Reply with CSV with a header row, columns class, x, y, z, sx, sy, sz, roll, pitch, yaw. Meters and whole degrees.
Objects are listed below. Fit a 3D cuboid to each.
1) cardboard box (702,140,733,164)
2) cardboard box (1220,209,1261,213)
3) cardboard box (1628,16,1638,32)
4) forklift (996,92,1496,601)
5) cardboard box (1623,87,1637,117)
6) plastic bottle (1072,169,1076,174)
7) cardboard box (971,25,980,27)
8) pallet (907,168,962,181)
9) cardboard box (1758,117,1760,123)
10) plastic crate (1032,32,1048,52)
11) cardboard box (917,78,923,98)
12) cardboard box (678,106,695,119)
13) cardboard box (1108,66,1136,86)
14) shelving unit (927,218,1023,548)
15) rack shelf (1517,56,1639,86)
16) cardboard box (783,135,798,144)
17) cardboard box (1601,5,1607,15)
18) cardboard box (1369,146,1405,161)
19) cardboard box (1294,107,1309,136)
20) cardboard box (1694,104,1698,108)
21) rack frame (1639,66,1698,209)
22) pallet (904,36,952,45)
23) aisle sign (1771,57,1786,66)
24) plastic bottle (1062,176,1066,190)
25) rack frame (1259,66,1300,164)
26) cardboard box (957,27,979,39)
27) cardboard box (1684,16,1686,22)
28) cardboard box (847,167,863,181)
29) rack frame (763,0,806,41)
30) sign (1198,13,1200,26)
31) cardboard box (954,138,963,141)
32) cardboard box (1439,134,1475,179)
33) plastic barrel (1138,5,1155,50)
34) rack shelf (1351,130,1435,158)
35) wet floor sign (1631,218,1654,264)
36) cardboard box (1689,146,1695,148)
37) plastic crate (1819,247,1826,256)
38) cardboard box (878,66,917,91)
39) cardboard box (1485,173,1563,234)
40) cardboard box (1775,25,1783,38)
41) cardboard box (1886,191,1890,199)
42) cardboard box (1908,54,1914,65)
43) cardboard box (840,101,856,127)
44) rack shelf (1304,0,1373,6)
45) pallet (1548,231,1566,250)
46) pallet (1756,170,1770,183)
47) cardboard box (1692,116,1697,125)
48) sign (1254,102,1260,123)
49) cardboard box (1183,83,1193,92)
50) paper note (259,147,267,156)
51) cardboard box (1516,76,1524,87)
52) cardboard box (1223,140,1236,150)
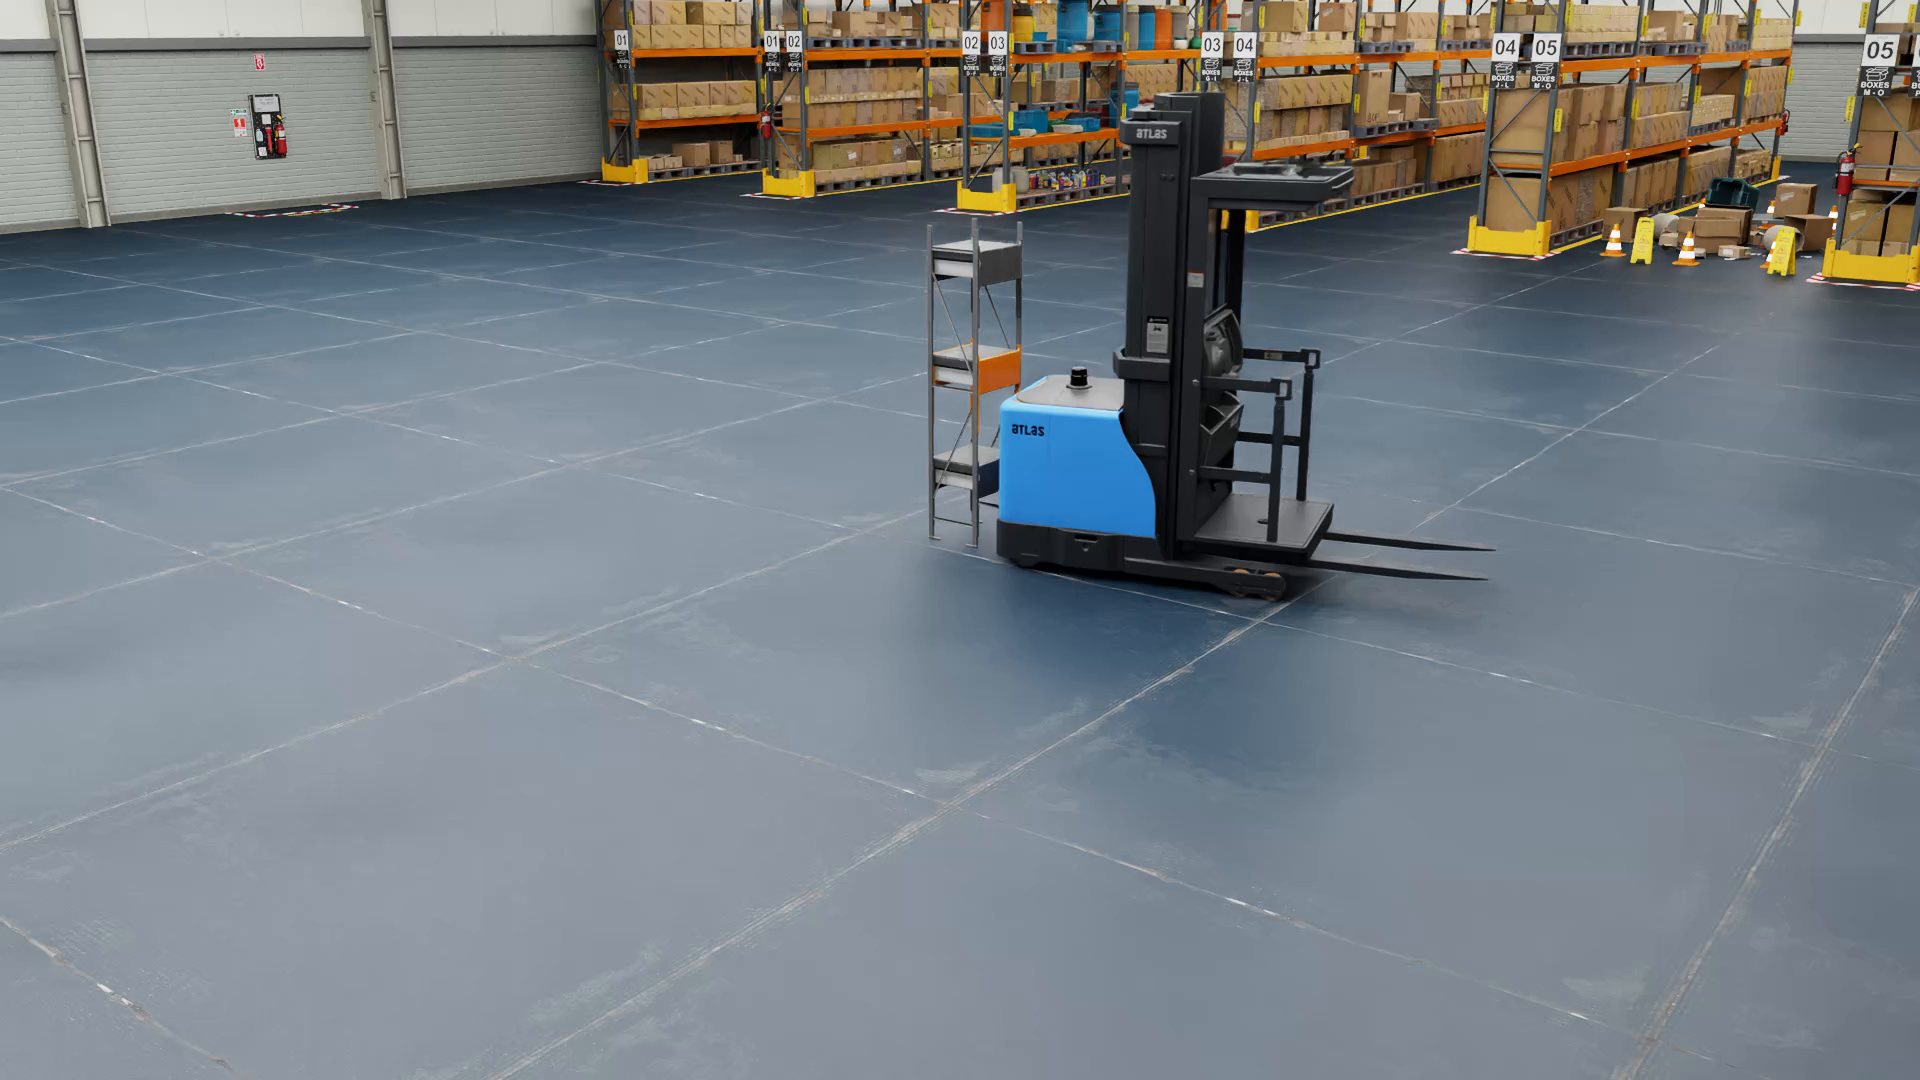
class,x,y,z,sx,sy,sz,roll,pitch,yaw
cardboard box,-5.670,-9.092,38.935,0.500,0.500,0.500,11,20,31
cardboard box,4.853,-5.903,28.703,0.500,0.500,0.500,-15,23,-40
cardboard box,10.686,-8.392,27.026,0.500,0.250,0.500,12,21,34
forklift,1.806,-1.211,10.202,3.031,2.935,1.130,7,18,20
cardboard box,11.065,-7.448,28.314,0.700,0.500,0.500,12,21,34
plastic bottle,2.331,-7.488,34.156,0.097,0.271,0.097,0,17,0
cardboard box,0.306,-13.962,45.465,0.500,0.250,0.500,12,21,35
pallet,-0.696,-8.306,37.634,1.003,0.211,1.213,12,21,35
cardboard box,16.973,-9.056,35.773,0.380,0.149,0.250,13,21,36
plastic crate,1.384,-9.558,31.935,0.392,0.384,0.575,12,21,35
cardboard box,-1.285,-11.919,43.862,0.500,0.500,0.500,13,22,36
cardboard box,-6.315,-9.621,37.387,0.500,0.250,0.500,12,21,34
cardboard box,4.170,-11.948,42.807,0.500,0.500,0.500,13,22,36
shelving unit,0.099,-1.042,11.059,0.431,2.100,0.503,12,21,35
rack shelf,9.582,-7.416,26.221,1.077,0.370,4.000,12,21,35
cardboard box,-4.391,-9.656,40.753,0.700,0.500,0.500,12,21,34
cardboard box,9.755,-8.179,25.668,0.380,0.149,0.250,13,21,35
cardboard box,8.551,-7.738,33.312,0.500,0.250,0.500,16,23,41
cardboard box,5.658,-7.436,29.460,0.875,0.500,0.500,12,21,35
cardboard box,13.746,-8.261,31.500,0.380,0.149,0.250,12,21,33
rack frame,13.157,-7.756,31.161,1.000,3.000,0.127,12,21,35
pallet,-0.824,-13.349,44.437,0.805,0.209,1.217,11,21,33
aisle sign,18.208,-10.867,36.797,0.394,0.787,0.004,12,21,35
plastic bottle,2.024,-6.992,32.559,0.097,0.271,0.097,0,17,0
rack frame,7.639,-10.484,39.947,1.000,3.000,0.127,12,21,35
cardboard box,0.085,-11.461,37.580,0.500,0.250,0.500,10,20,30
cardboard box,13.483,-9.869,31.448,0.396,0.266,0.258,12,21,35
cardboard box,-2.395,-7.717,34.964,0.500,0.250,0.500,12,21,35
rack frame,-3.487,-11.367,32.675,1.000,3.000,0.127,12,21,35
sign,6.481,-14.066,44.929,0.100,0.325,0.005,12,21,35
cardboard box,0.120,-9.242,38.931,0.500,0.311,0.500,12,21,33
cardboard box,10.199,-8.214,35.510,1.225,0.875,0.875,12,21,35
plastic barrel,3.781,-10.722,34.809,0.600,0.901,0.708,12,21,35
rack shelf,8.042,-7.836,32.634,1.077,0.370,4.000,12,21,35
wet floor sign,9.963,-4.369,24.225,0.267,0.644,0.232,8,19,25
cardboard box,14.572,-7.817,33.600,0.500,0.250,0.500,13,22,36
plastic crate,13.215,-4.329,25.049,0.402,0.080,0.583,5,18,16
cardboard box,-1.363,-10.016,36.082,0.700,0.500,0.500,13,21,35
cardboard box,8.741,-5.209,25.836,0.875,0.875,0.875,13,21,35
cardboard box,17.242,-10.863,35.518,0.500,0.250,0.500,13,21,35
cardboard box,13.011,-4.951,23.698,0.380,0.149,0.250,13,21,36
cardboard box,12.926,-6.618,22.862,0.380,0.149,0.250,13,21,35
cardboard box,-2.589,-8.902,34.684,0.700,0.500,0.500,13,21,35
rack shelf,8.831,-13.291,40.757,1.077,0.370,4.000,12,21,35
pallet,8.804,-4.723,26.097,1.003,0.211,1.213,12,21,35
pallet,17.366,-8.124,37.049,1.003,0.211,1.213,12,21,35
cardboard box,13.746,-7.971,31.570,0.380,0.149,0.250,14,22,37
sign,4.903,-7.068,27.488,0.100,0.325,0.005,12,21,35
cardboard box,5.998,-12.206,45.323,0.500,0.500,0.500,13,22,36
paper note,-12.984,-7.235,30.969,0.016,0.148,0.142,12,21,35
cardboard box,12.407,-10.222,37.591,0.500,0.500,0.500,12,21,35
cardboard box,4.471,-6.735,28.298,0.380,0.149,0.250,12,21,35
